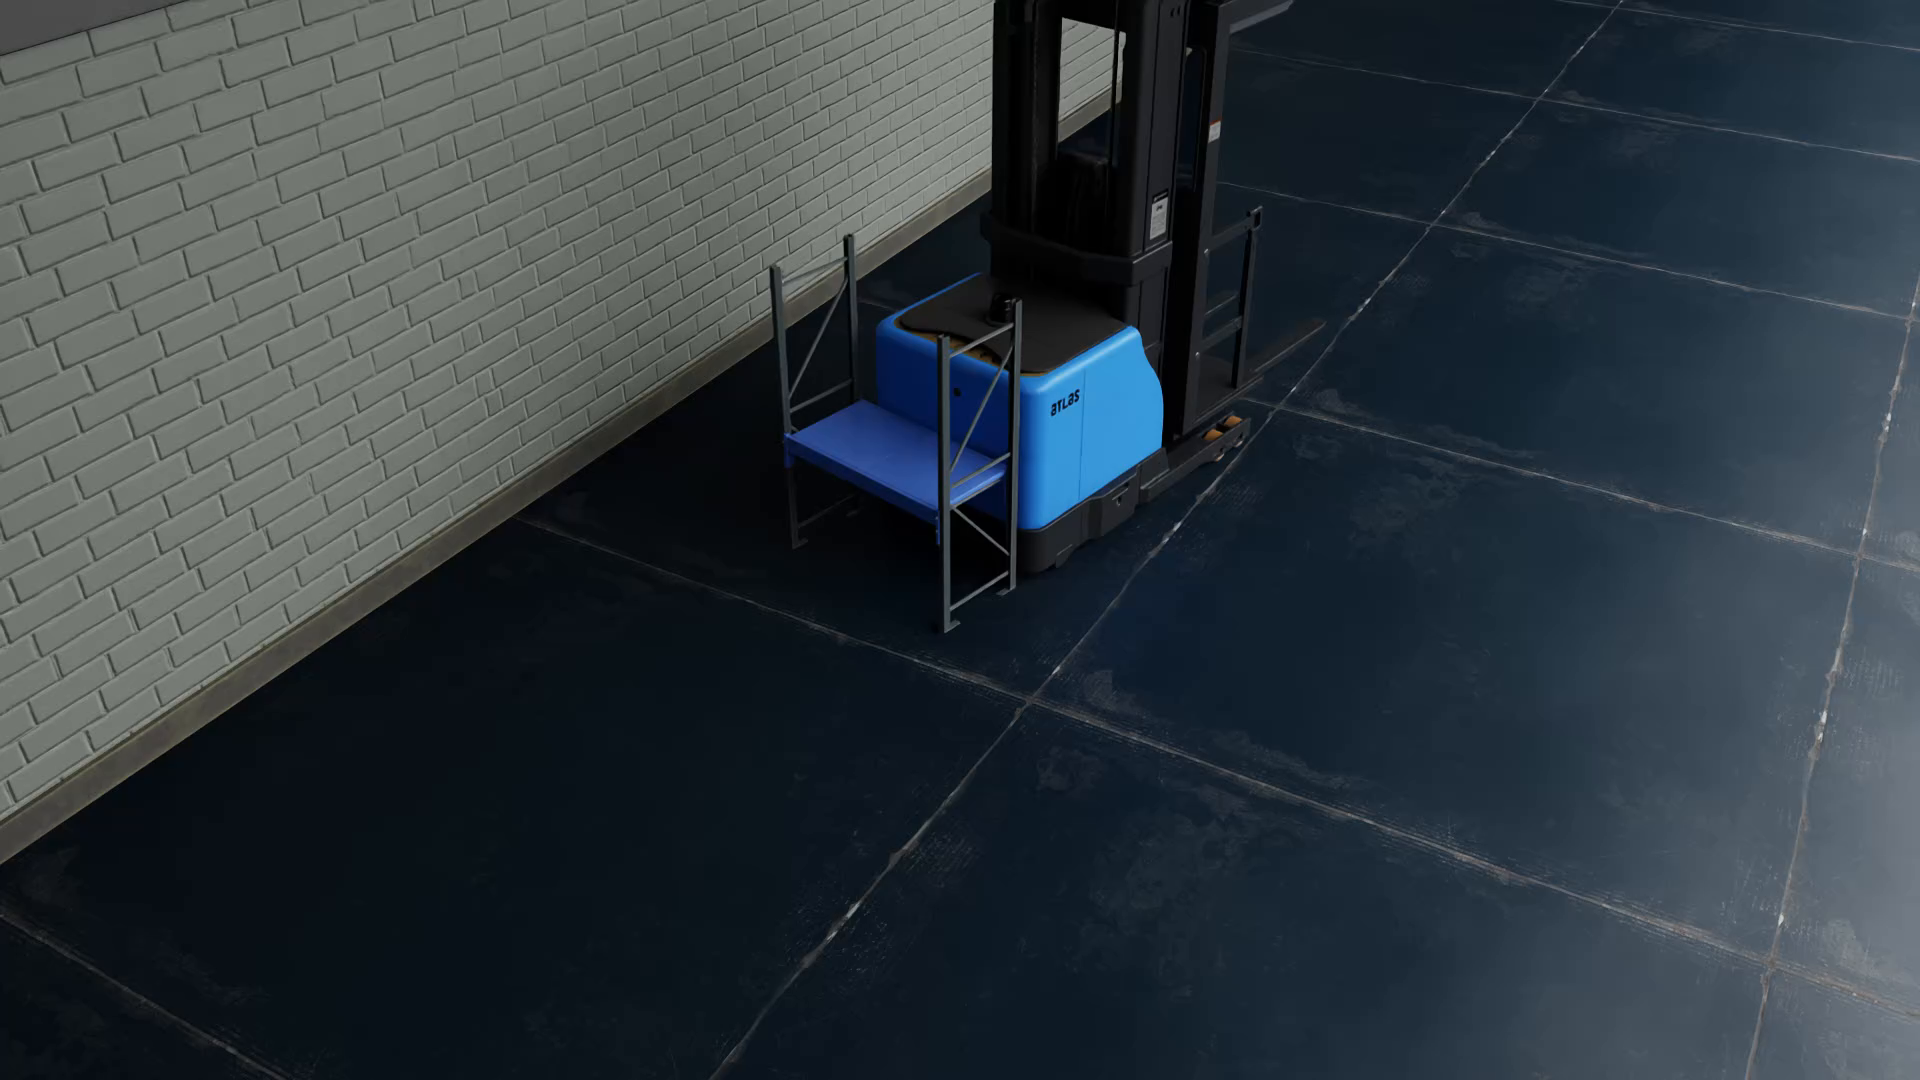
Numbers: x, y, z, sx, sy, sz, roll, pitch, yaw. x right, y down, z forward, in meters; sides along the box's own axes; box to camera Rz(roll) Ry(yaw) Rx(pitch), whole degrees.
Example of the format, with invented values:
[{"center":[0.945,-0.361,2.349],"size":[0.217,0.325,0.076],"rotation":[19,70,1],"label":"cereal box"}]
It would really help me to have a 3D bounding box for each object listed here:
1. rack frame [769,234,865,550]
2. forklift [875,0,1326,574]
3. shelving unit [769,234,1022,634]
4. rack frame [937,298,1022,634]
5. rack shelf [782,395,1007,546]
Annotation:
[{"center":[-0.666,-0.682,7.920],"size":[0.032,1.500,0.500],"rotation":[27,42,34],"label":"rack frame"},{"center":[0.920,-1.803,8.313],"size":[1.130,2.935,3.031],"rotation":[25,41,33],"label":"forklift"},{"center":[-0.291,-0.491,7.635],"size":[1.048,1.500,0.538],"rotation":[27,42,34],"label":"shelving unit"},{"center":[0.084,-0.301,7.349],"size":[0.032,1.500,0.500],"rotation":[27,42,34],"label":"rack frame"},{"center":[-0.291,-0.342,7.735],"size":[1.000,0.185,0.538],"rotation":[27,42,34],"label":"rack shelf"}]
